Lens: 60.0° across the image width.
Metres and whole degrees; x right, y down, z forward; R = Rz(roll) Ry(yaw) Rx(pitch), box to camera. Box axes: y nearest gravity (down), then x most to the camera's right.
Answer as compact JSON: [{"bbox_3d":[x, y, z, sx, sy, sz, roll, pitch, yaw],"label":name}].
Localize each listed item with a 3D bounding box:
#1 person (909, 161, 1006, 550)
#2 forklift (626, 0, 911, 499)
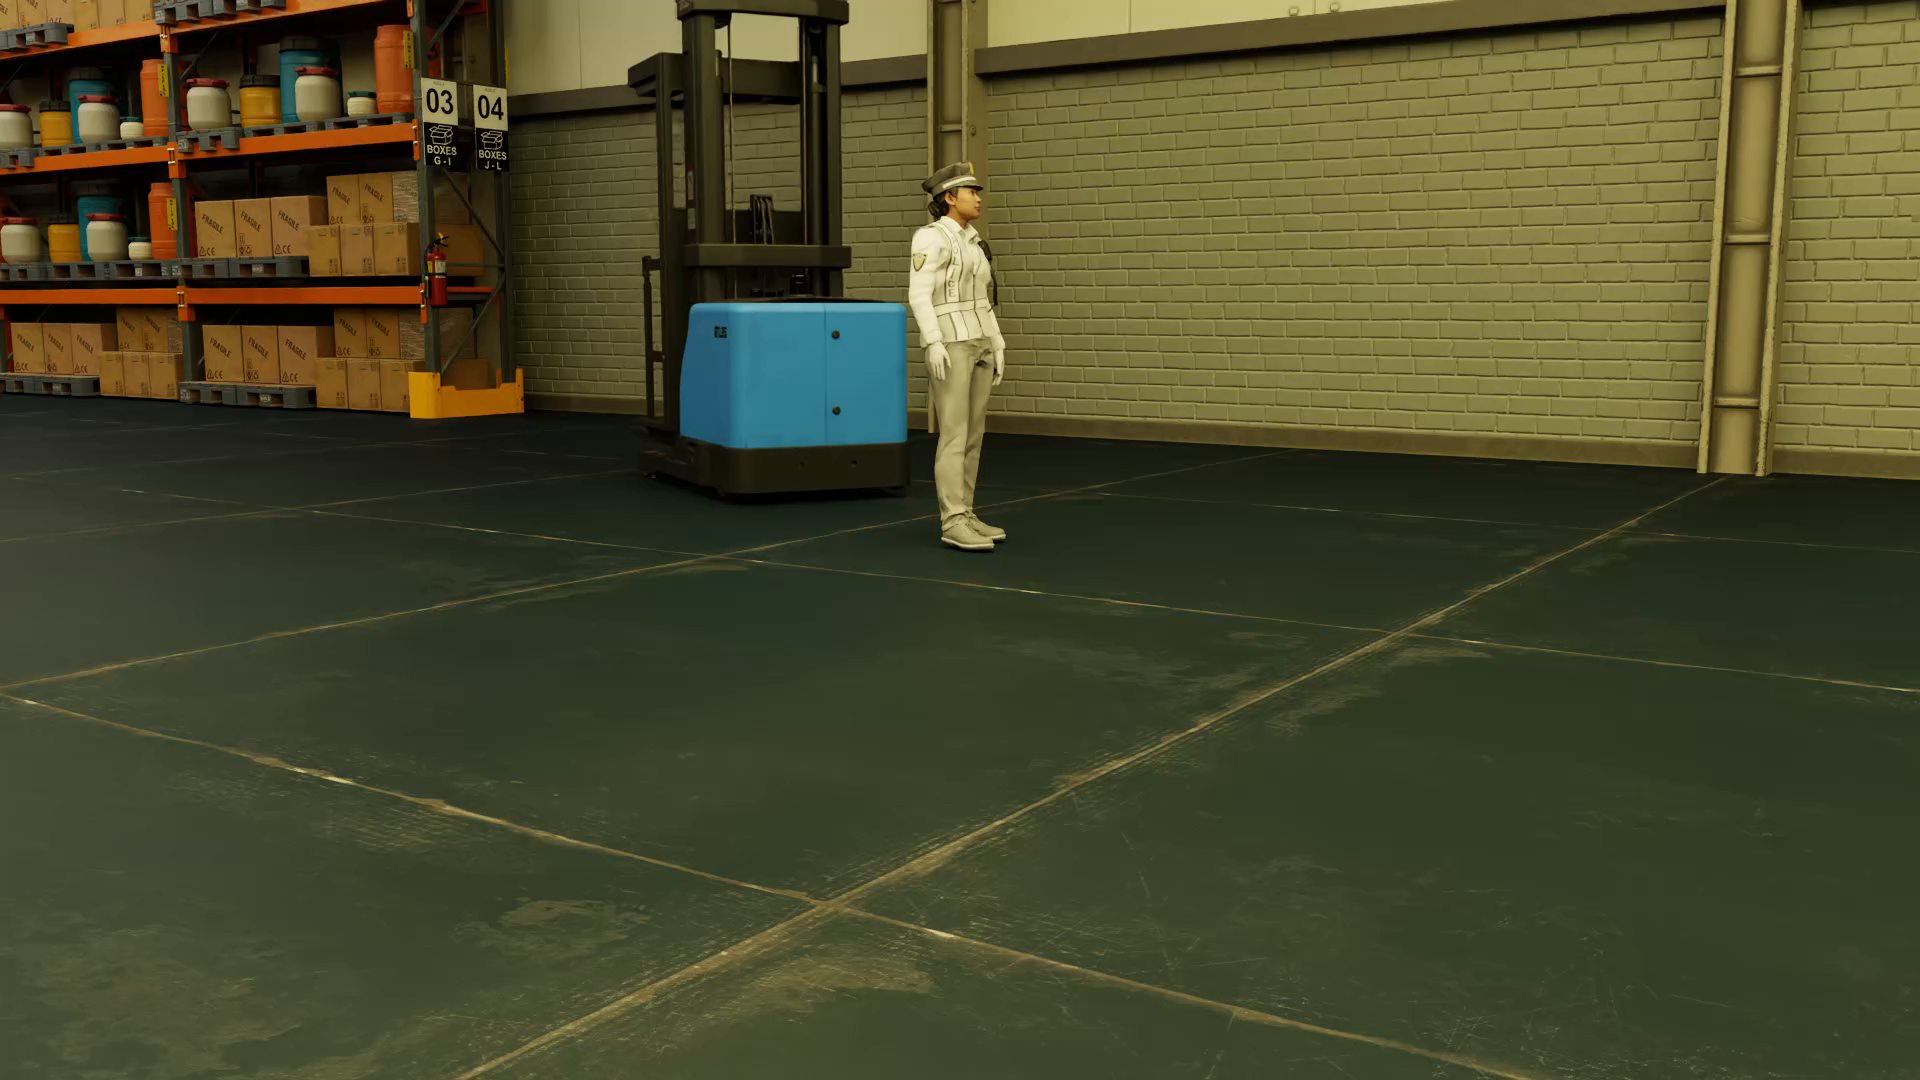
[{"bbox_3d":[0.054,-0.840,7.440,0.529,1.694,0.587,5,10,34],"label":"person"},{"bbox_3d":[-1.362,-1.843,10.156,1.130,2.935,3.031,-4,9,-25],"label":"forklift"}]
